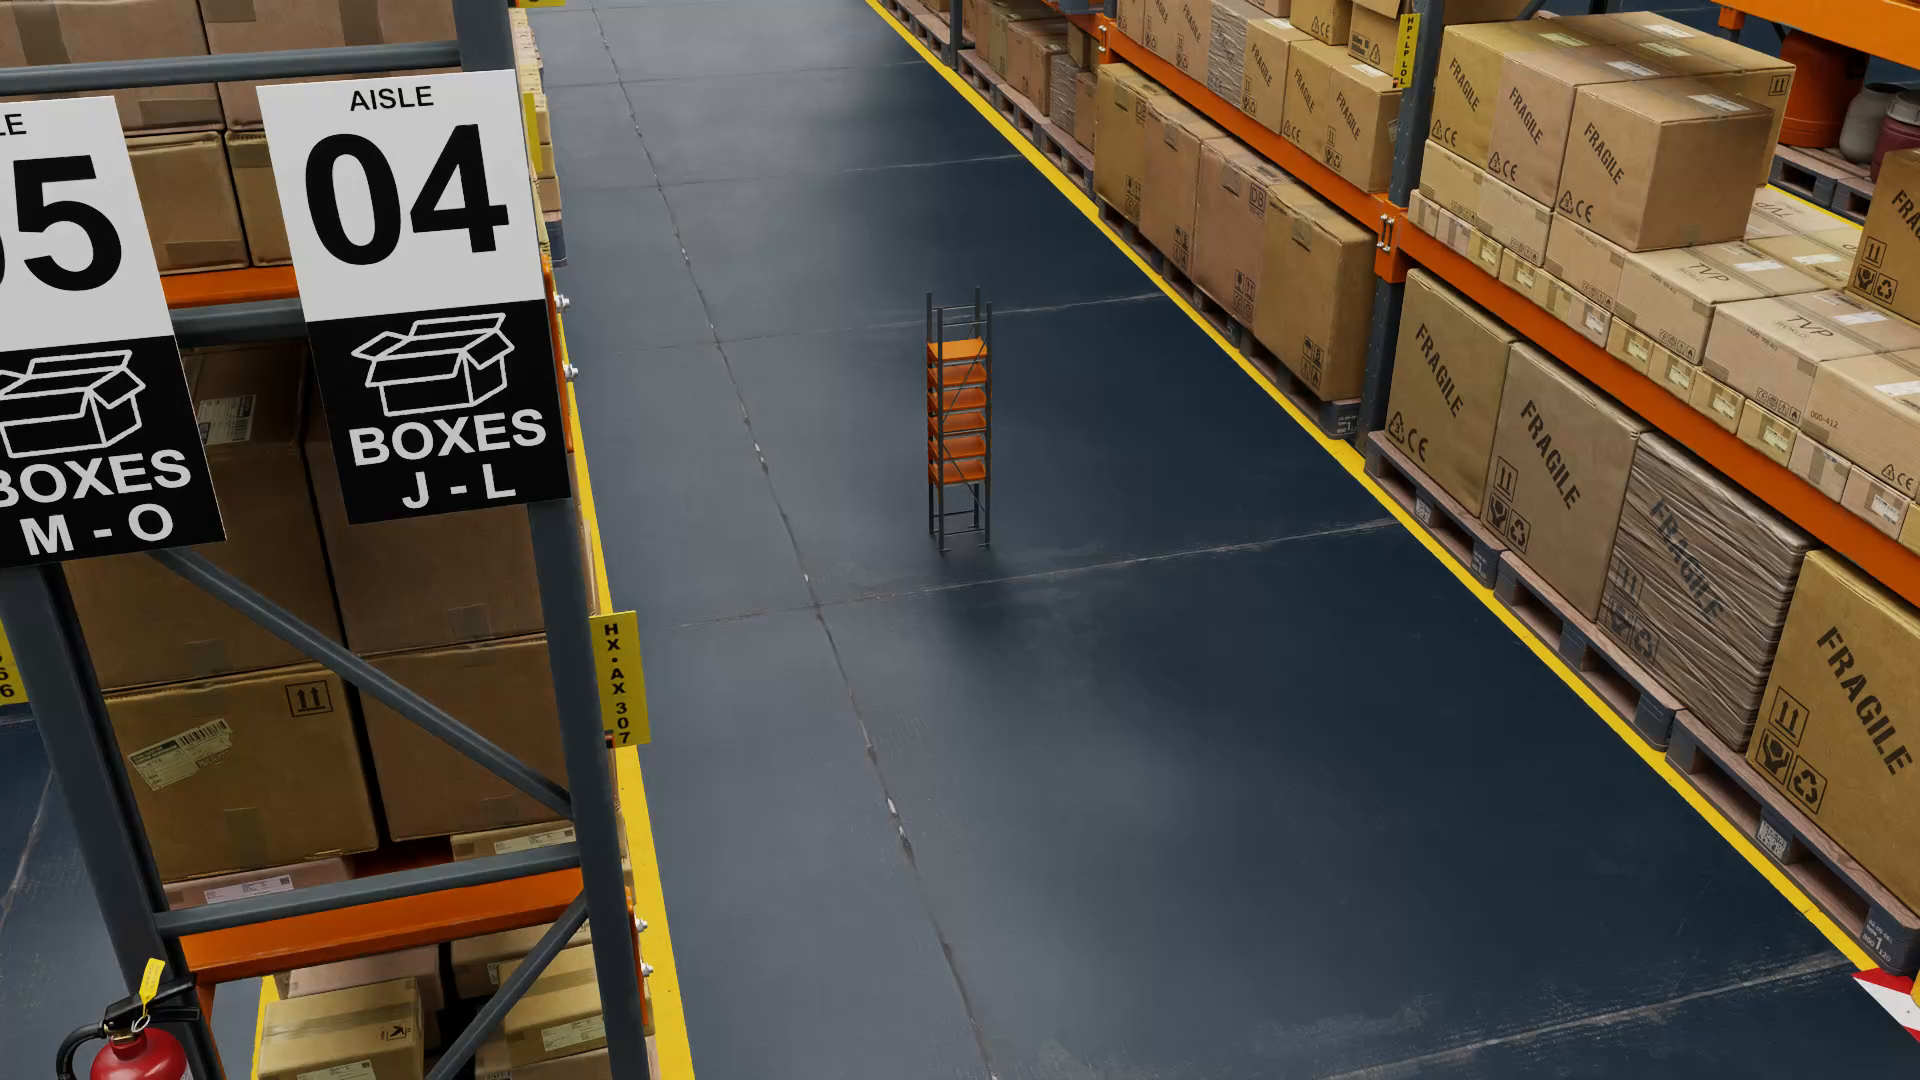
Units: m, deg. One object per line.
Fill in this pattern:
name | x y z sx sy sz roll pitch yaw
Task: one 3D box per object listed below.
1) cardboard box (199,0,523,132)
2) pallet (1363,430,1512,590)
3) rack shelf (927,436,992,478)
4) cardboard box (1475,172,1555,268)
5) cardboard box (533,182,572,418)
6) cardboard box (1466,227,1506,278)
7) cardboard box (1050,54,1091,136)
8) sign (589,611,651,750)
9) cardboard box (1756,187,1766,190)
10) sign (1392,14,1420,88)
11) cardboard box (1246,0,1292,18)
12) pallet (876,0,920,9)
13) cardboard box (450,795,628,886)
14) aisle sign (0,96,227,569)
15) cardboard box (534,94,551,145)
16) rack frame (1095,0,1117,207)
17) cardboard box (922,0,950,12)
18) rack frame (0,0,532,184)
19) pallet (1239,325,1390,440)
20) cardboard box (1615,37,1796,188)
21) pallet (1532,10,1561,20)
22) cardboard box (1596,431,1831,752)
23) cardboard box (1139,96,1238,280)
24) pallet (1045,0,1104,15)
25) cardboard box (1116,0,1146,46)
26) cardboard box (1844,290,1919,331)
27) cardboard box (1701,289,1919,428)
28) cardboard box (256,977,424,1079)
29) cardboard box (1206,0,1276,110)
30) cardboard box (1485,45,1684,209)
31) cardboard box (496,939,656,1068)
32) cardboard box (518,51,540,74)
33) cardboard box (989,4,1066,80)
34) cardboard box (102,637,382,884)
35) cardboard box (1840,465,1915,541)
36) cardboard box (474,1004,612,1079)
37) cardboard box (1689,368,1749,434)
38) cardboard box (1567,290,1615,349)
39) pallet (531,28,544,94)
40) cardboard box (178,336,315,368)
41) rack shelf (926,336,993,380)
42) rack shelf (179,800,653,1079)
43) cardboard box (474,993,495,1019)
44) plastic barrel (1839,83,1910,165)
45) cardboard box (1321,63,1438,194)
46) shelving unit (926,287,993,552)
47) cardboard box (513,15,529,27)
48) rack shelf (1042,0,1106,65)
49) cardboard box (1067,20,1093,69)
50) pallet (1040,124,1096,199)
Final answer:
cardboard box | -1.088 -0.965 3.079 0.500 0.250 0.500 -7 31 -12
pallet | 2.655 -0.222 7.923 1.003 0.211 1.213 -8 31 -13
rack shelf | -0.004 -0.384 7.544 0.258 0.103 0.180 -8 31 -13
cardboard box | 2.528 -1.368 6.972 0.500 0.250 0.500 -8 31 -14
cardboard box | -1.339 -0.618 4.429 0.500 0.500 0.500 -9 31 -14
cardboard box | 2.426 -1.257 7.178 0.380 0.149 0.250 -7 31 -12
cardboard box | 1.110 -3.434 12.745 0.700 0.500 0.500 -10 32 -17
sign | -0.696 0.289 3.392 0.100 0.325 0.005 -8 31 -13
cardboard box | 3.038 -1.442 7.101 0.500 0.250 0.500 -7 31 -12
sign | 2.008 -2.197 7.474 0.100 0.325 0.005 -8 31 -13
cardboard box | 2.000 -3.223 9.222 0.797 0.503 0.637 -7 31 -12
pallet | -0.455 -5.962 17.839 1.003 0.211 1.213 -8 31 -13
cardboard box | -0.989 0.645 3.893 0.380 0.149 0.250 -8 31 -14
aisle sign | -1.489 -0.314 2.703 0.394 0.787 0.004 -8 31 -13
cardboard box | -1.942 -1.778 7.065 0.380 0.149 0.250 -6 31 -11
rack frame | 1.467 -3.739 11.215 1.000 3.000 0.127 -8 31 -13
cardboard box | -0.063 -5.534 16.393 0.500 0.500 0.500 -11 32 -18
rack frame | -1.219 -1.860 1.981 1.000 3.000 0.127 -8 31 -13
pallet | 2.251 -0.962 9.202 1.003 0.211 1.213 -8 31 -13
cardboard box | 3.037 -1.766 6.911 0.500 0.500 0.500 -8 31 -13
pallet | 5.426 -4.748 15.742 1.003 0.211 1.213 -8 31 -13
cardboard box | 3.101 0.125 6.241 0.875 0.875 0.875 -8 31 -13
cardboard box | 1.859 -2.233 10.316 1.225 0.875 0.875 -8 31 -13
pallet | 1.175 -3.986 11.833 1.213 0.211 1.003 -8 31 -13
cardboard box | 1.333 -3.511 10.722 0.500 0.500 0.500 -7 31 -12
cardboard box | 3.449 -0.700 5.817 0.500 0.250 0.500 -9 31 -15
cardboard box | 2.936 -0.628 5.694 0.500 0.250 0.500 -9 31 -15
cardboard box | -1.604 1.309 4.328 0.380 0.149 0.250 -7 31 -13
cardboard box | 1.743 -2.773 9.447 0.500 0.500 0.500 -8 31 -13
cardboard box | 2.532 -1.691 6.781 0.500 0.500 0.500 -8 31 -13
cardboard box | -1.030 1.232 4.459 0.380 0.149 0.250 -9 31 -16
cardboard box | -2.151 -2.157 7.720 0.380 0.149 0.250 -8 31 -14
cardboard box | 0.656 -4.247 14.149 0.700 0.500 0.500 -8 31 -14
cardboard box | -1.586 0.381 3.700 0.500 0.500 0.500 -7 31 -12
cardboard box | 3.041 -0.142 5.251 0.380 0.149 0.250 -8 31 -13
cardboard box | -1.110 1.372 4.515 0.380 0.149 0.250 -7 31 -11
cardboard box | 2.836 -0.512 5.892 0.380 0.149 0.250 -8 31 -13
cardboard box | 2.631 -0.885 6.535 0.380 0.149 0.250 -7 31 -13
pallet | -3.050 -2.715 9.638 1.213 0.211 1.003 -8 31 -13
cardboard box | -1.715 -0.301 3.882 0.500 0.500 0.500 -9 31 -15
rack shelf | -0.004 -0.799 7.303 0.258 0.103 0.180 -8 31 -13
rack shelf | -1.750 0.081 5.333 1.077 0.370 4.000 -8 31 -13
cardboard box | -1.198 1.377 4.803 0.380 0.149 0.250 -8 31 -13
plastic barrel | 6.624 -3.007 12.016 0.421 0.512 0.421 0 30 0
cardboard box | 2.141 -2.039 8.179 0.500 0.500 0.500 -8 31 -13
shelving unit | -0.004 -0.526 7.462 0.258 1.200 0.189 -8 31 -13
cardboard box | -2.361 -2.532 8.368 0.380 0.149 0.250 -7 31 -12
rack shelf | 0.936 -4.393 13.064 1.077 0.370 4.000 -8 31 -13
cardboard box | 1.109 -3.746 12.535 0.500 0.250 0.500 -4 30 -8
pallet | 1.261 -2.909 12.566 1.003 0.211 1.213 -8 31 -13
